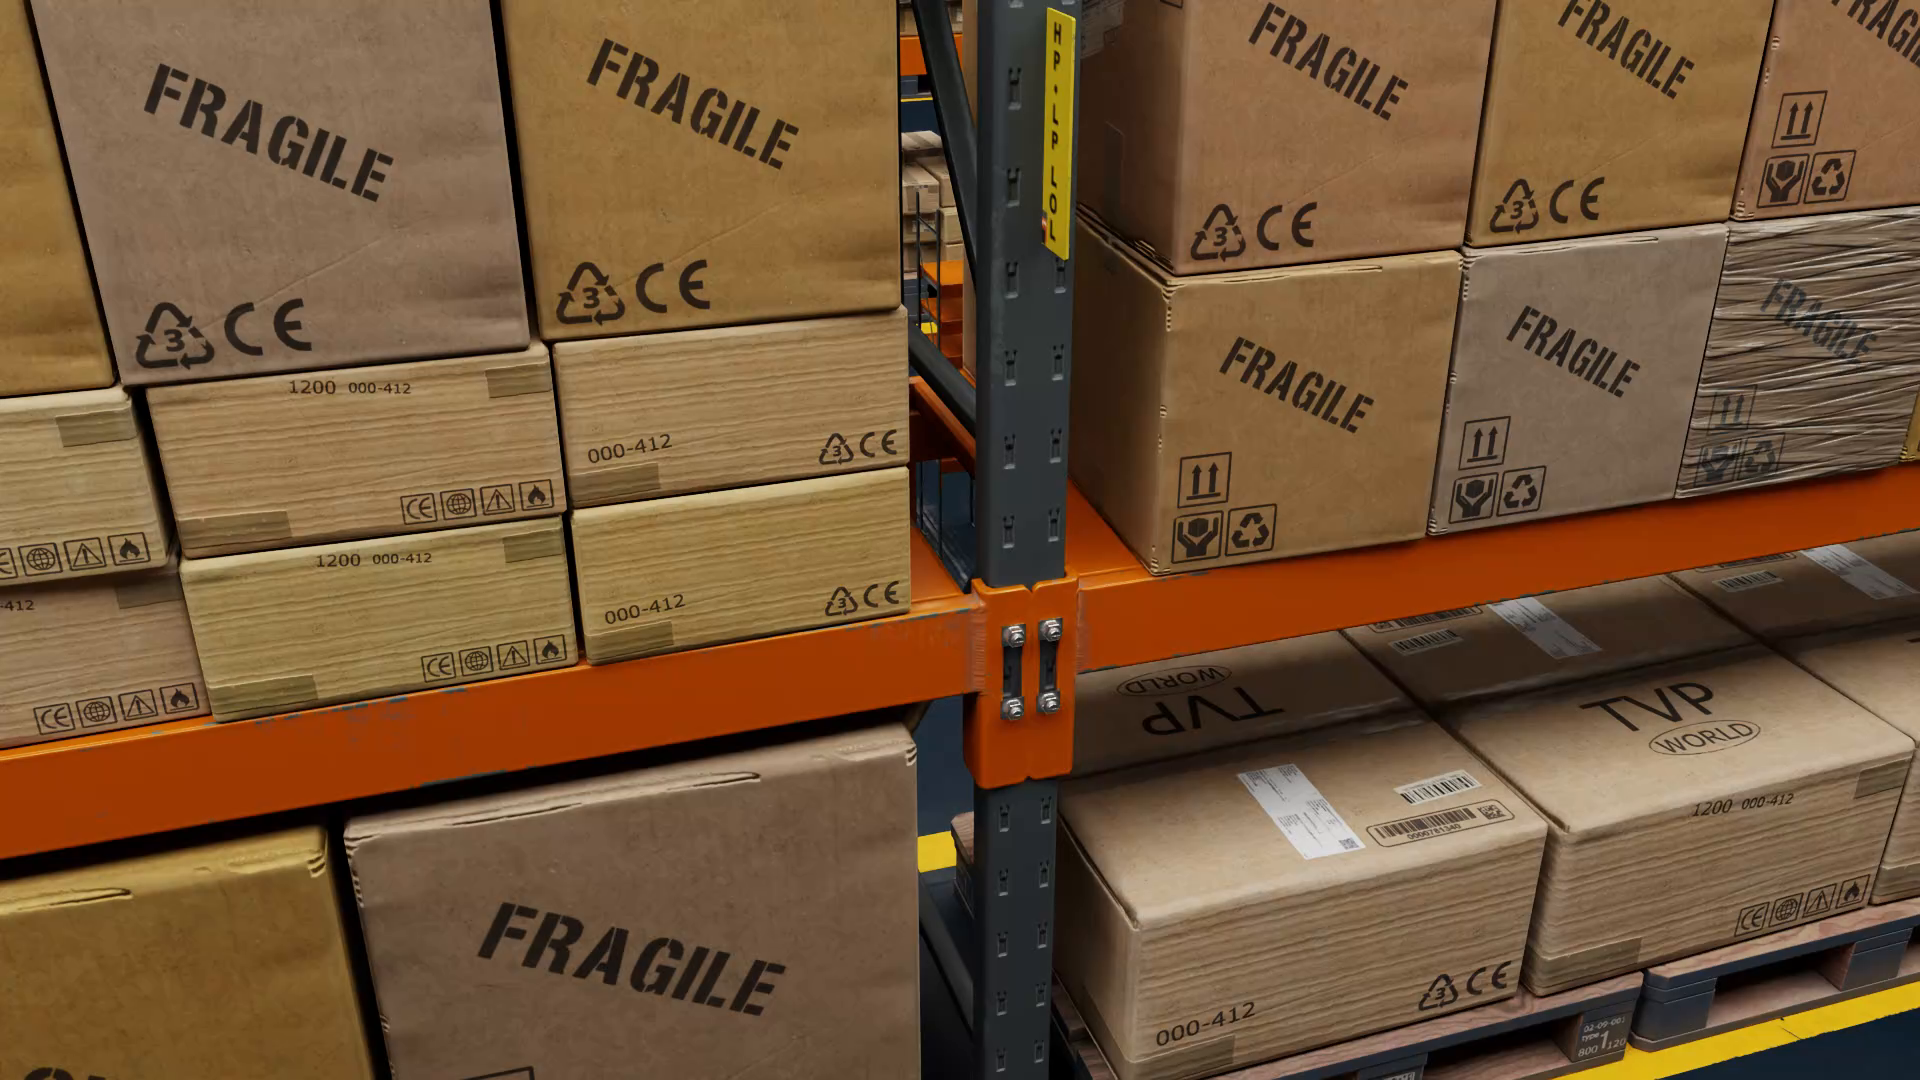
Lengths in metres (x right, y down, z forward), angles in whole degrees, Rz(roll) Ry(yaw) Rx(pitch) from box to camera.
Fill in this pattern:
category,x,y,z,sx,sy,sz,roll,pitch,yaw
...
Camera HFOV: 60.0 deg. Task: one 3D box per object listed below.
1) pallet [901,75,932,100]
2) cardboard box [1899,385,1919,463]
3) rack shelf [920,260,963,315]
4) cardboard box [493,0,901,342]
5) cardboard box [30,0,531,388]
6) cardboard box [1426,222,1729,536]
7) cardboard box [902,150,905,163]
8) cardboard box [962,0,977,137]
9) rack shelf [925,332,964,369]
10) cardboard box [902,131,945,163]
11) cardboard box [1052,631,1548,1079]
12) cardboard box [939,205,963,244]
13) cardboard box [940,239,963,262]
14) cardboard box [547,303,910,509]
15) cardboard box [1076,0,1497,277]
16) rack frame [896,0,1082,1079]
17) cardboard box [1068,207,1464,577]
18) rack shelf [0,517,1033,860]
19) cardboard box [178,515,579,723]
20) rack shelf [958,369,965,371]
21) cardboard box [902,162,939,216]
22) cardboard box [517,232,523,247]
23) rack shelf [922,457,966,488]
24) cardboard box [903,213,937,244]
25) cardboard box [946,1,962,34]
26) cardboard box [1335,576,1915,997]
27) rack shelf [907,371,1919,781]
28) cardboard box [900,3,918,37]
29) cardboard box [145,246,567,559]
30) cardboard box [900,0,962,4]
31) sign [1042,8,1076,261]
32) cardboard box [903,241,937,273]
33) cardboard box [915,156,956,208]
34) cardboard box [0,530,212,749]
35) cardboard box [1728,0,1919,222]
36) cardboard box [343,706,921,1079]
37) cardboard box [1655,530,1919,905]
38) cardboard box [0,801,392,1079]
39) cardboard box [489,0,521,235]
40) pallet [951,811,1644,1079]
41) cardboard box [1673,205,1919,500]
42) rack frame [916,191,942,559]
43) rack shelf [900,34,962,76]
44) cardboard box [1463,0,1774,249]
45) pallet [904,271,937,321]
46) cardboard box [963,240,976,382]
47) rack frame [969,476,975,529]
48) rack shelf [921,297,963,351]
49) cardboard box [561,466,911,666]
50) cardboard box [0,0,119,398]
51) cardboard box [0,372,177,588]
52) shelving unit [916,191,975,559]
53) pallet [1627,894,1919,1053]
category,x,y,z,sx,sy,sz,roll,pitch,yaw
pallet,-0.046,-3.648,12.861,1.213,0.211,1.003,-8,28,-16
cardboard box,1.927,-0.502,3.276,0.500,0.500,0.500,-7,27,-15
rack shelf,-0.014,-0.818,5.339,0.180,0.103,0.258,-8,28,-16
cardboard box,-0.391,-0.624,2.397,0.500,0.500,0.500,-7,27,-14
cardboard box,-0.881,-0.550,2.248,0.500,0.500,0.500,-8,27,-15
cardboard box,0.963,-0.366,3.001,0.500,0.500,0.500,-8,28,-16
cardboard box,-0.451,-1.883,8.235,0.250,0.149,0.380,-10,28,-19
cardboard box,0.319,-0.974,3.101,0.500,0.500,0.500,-8,28,-17
rack shelf,-0.014,-0.603,5.446,0.180,0.103,0.258,-8,28,-16
cardboard box,-0.198,-1.926,8.321,0.250,0.149,0.380,-9,28,-18
cardboard box,0.586,0.619,3.539,0.875,0.438,0.875,-9,28,-17
cardboard box,-0.010,-1.531,7.860,0.250,0.149,0.380,-8,28,-16
cardboard box,-0.006,-1.400,7.930,0.250,0.149,0.380,-9,28,-17
cardboard box,-0.388,-0.293,2.573,0.500,0.250,0.500,-8,28,-16
cardboard box,0.483,-0.755,2.661,0.500,0.500,0.500,-8,28,-16
rack frame,-0.044,-0.299,2.980,0.127,3.000,1.000,-8,28,-16
cardboard box,0.483,-0.298,2.865,0.500,0.500,0.500,-7,27,-14
rack shelf,-1.946,0.298,2.585,4.000,0.370,1.077,-8,28,-16
cardboard box,-0.877,0.006,2.534,0.500,0.250,0.500,-9,28,-17
rack shelf,-0.014,-0.496,5.499,0.180,0.103,0.258,-8,28,-16
cardboard box,-0.268,-1.630,7.726,0.250,0.149,0.380,-8,27,-15
cardboard box,-0.550,-0.515,3.020,0.500,0.250,0.500,-9,28,-18
rack shelf,-0.014,-0.281,5.606,0.180,0.103,0.258,-8,28,-16
cardboard box,-0.270,-1.523,7.844,0.250,0.149,0.380,-7,27,-14
cardboard box,-0.065,-2.368,7.430,0.250,0.149,0.380,-7,27,-14
cardboard box,1.437,0.495,3.788,0.875,0.438,0.875,-9,28,-18
rack shelf,1.857,-0.253,3.695,4.000,0.370,1.077,-8,28,-16
cardboard box,-0.322,-2.334,7.361,0.250,0.149,0.380,-8,27,-15
cardboard box,-0.861,-0.221,2.428,0.500,0.250,0.500,-8,27,-15
cardboard box,-0.166,-2.643,7.254,0.500,0.500,0.500,-9,28,-17
sign,0.133,-0.554,2.280,0.005,0.325,0.100,-8,28,-16
cardboard box,-0.283,-1.405,7.940,0.250,0.149,0.380,-9,28,-18
cardboard box,-0.034,-1.703,7.872,0.250,0.149,0.380,-9,28,-18
cardboard box,-1.363,0.067,2.410,0.500,0.250,0.500,-9,28,-17
cardboard box,1.456,-0.888,2.928,0.500,0.500,0.500,-8,27,-15
cardboard box,-0.609,0.583,3.119,0.875,0.875,0.875,-7,27,-14
cardboard box,2.295,0.372,4.036,0.875,0.438,0.875,-7,27,-15
cardboard box,-1.466,0.711,2.862,0.875,0.875,0.875,-7,27,-15
cardboard box,-0.552,-0.853,2.858,0.500,0.500,0.500,-8,27,-16
pallet,0.703,0.878,3.744,1.213,0.211,1.003,-8,28,-16
cardboard box,1.438,-0.431,3.133,0.500,0.500,0.500,-8,28,-16
rack frame,-0.101,-0.523,5.454,0.006,1.200,0.240,-8,28,-16
rack shelf,0.228,-2.332,7.882,4.000,0.370,1.077,-8,28,-16
cardboard box,0.966,-0.822,2.796,0.500,0.500,0.500,-9,28,-17
pallet,0.116,-1.407,8.346,1.213,0.211,1.003,-8,28,-16
cardboard box,0.318,-0.516,3.304,0.500,0.500,0.500,-8,27,-16
rack frame,0.073,-0.548,5.505,0.006,1.200,0.240,-8,28,-16
rack shelf,-0.014,-0.711,5.392,0.180,0.103,0.258,-8,28,-16
cardboard box,-0.393,-0.064,2.674,0.500,0.250,0.500,-9,28,-17
cardboard box,-1.369,-0.488,2.124,0.500,0.500,0.500,-7,27,-15
cardboard box,-1.352,-0.147,2.279,0.500,0.250,0.500,-8,27,-15
shelving unit,-0.014,-0.535,5.479,0.189,1.200,0.258,-8,28,-16
pallet,1.865,0.708,4.086,1.213,0.211,1.003,-8,28,-16
